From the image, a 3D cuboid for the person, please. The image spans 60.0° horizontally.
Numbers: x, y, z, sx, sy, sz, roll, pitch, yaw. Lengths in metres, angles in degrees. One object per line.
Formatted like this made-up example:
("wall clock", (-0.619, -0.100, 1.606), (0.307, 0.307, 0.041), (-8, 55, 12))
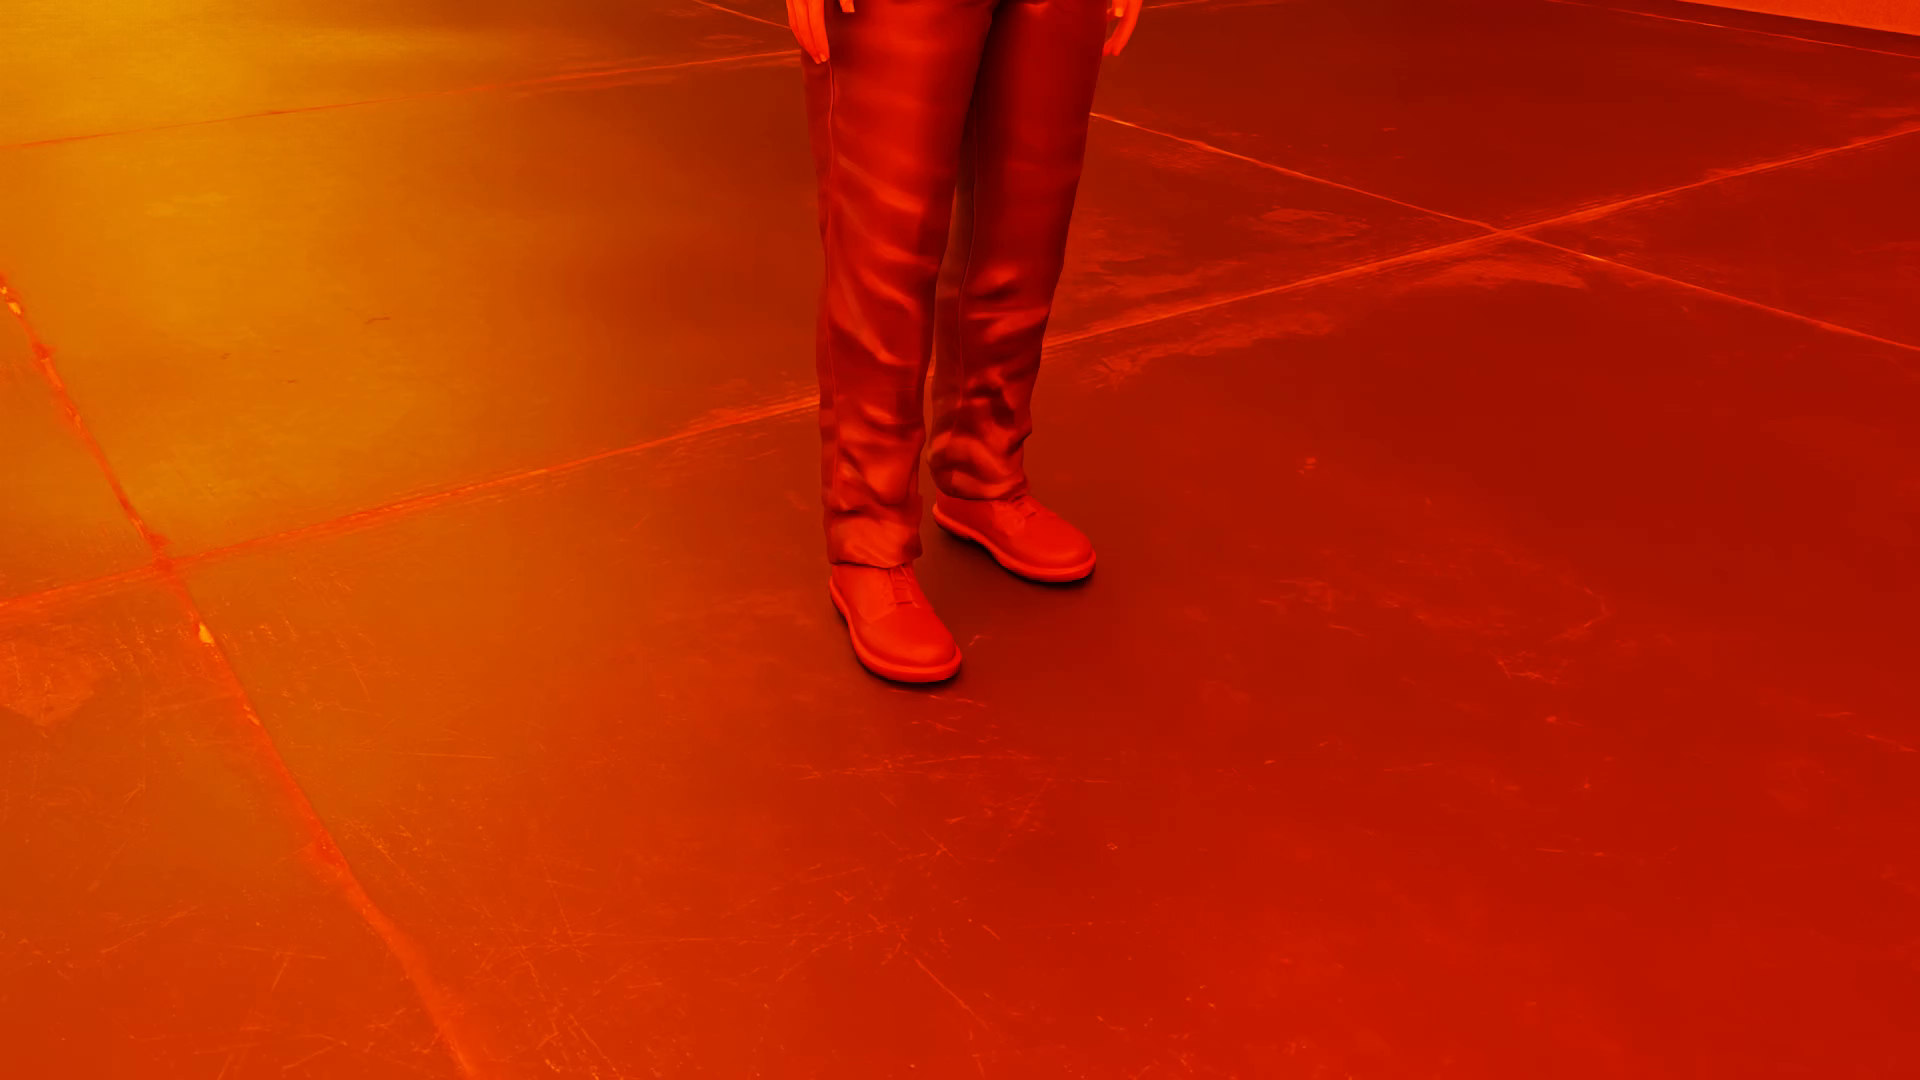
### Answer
("person", (0.033, -0.698, 2.052), (0.598, 1.638, 0.502), (-17, 31, -31))
